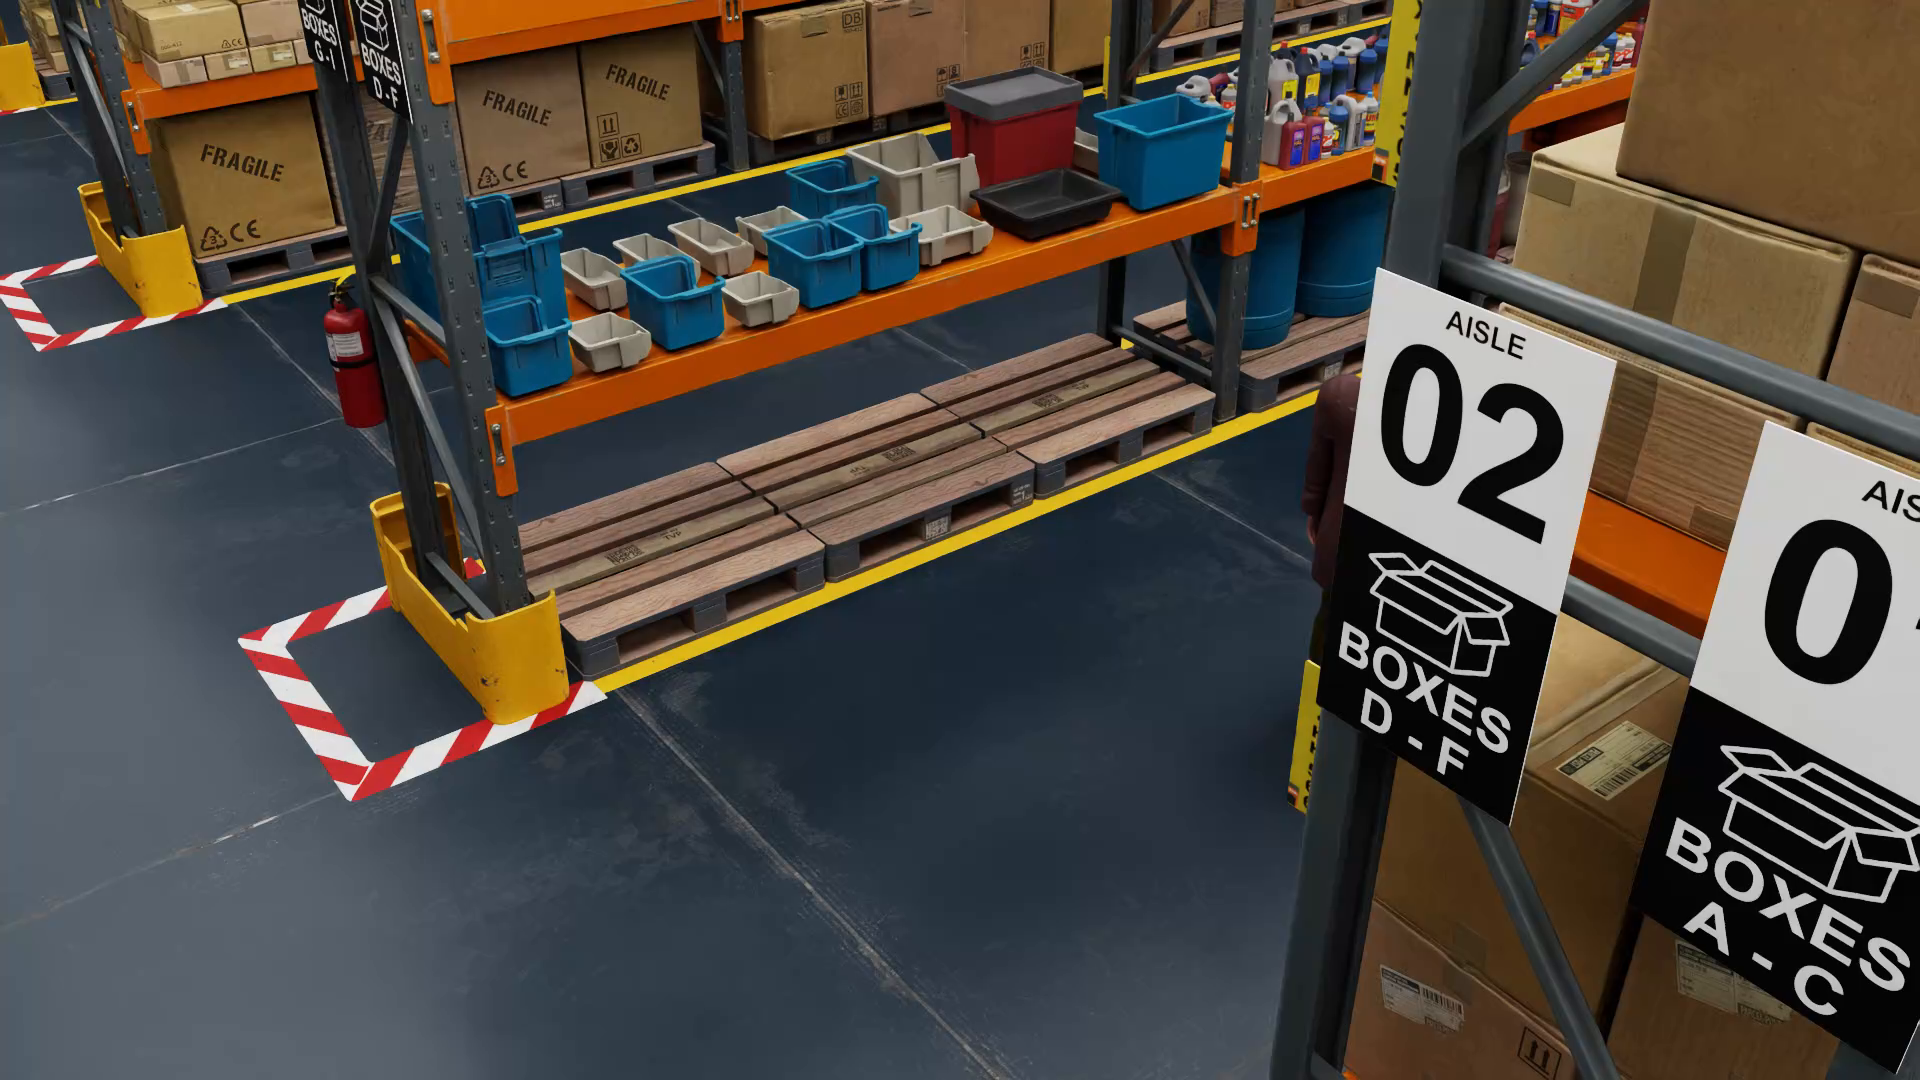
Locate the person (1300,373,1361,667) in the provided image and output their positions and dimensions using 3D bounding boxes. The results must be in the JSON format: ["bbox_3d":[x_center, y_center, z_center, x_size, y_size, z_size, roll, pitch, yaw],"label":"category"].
[{"bbox_3d":[1.559,-0.028,6.193,0.454,1.789,0.601,-22,38,-31],"label":"person"}]
